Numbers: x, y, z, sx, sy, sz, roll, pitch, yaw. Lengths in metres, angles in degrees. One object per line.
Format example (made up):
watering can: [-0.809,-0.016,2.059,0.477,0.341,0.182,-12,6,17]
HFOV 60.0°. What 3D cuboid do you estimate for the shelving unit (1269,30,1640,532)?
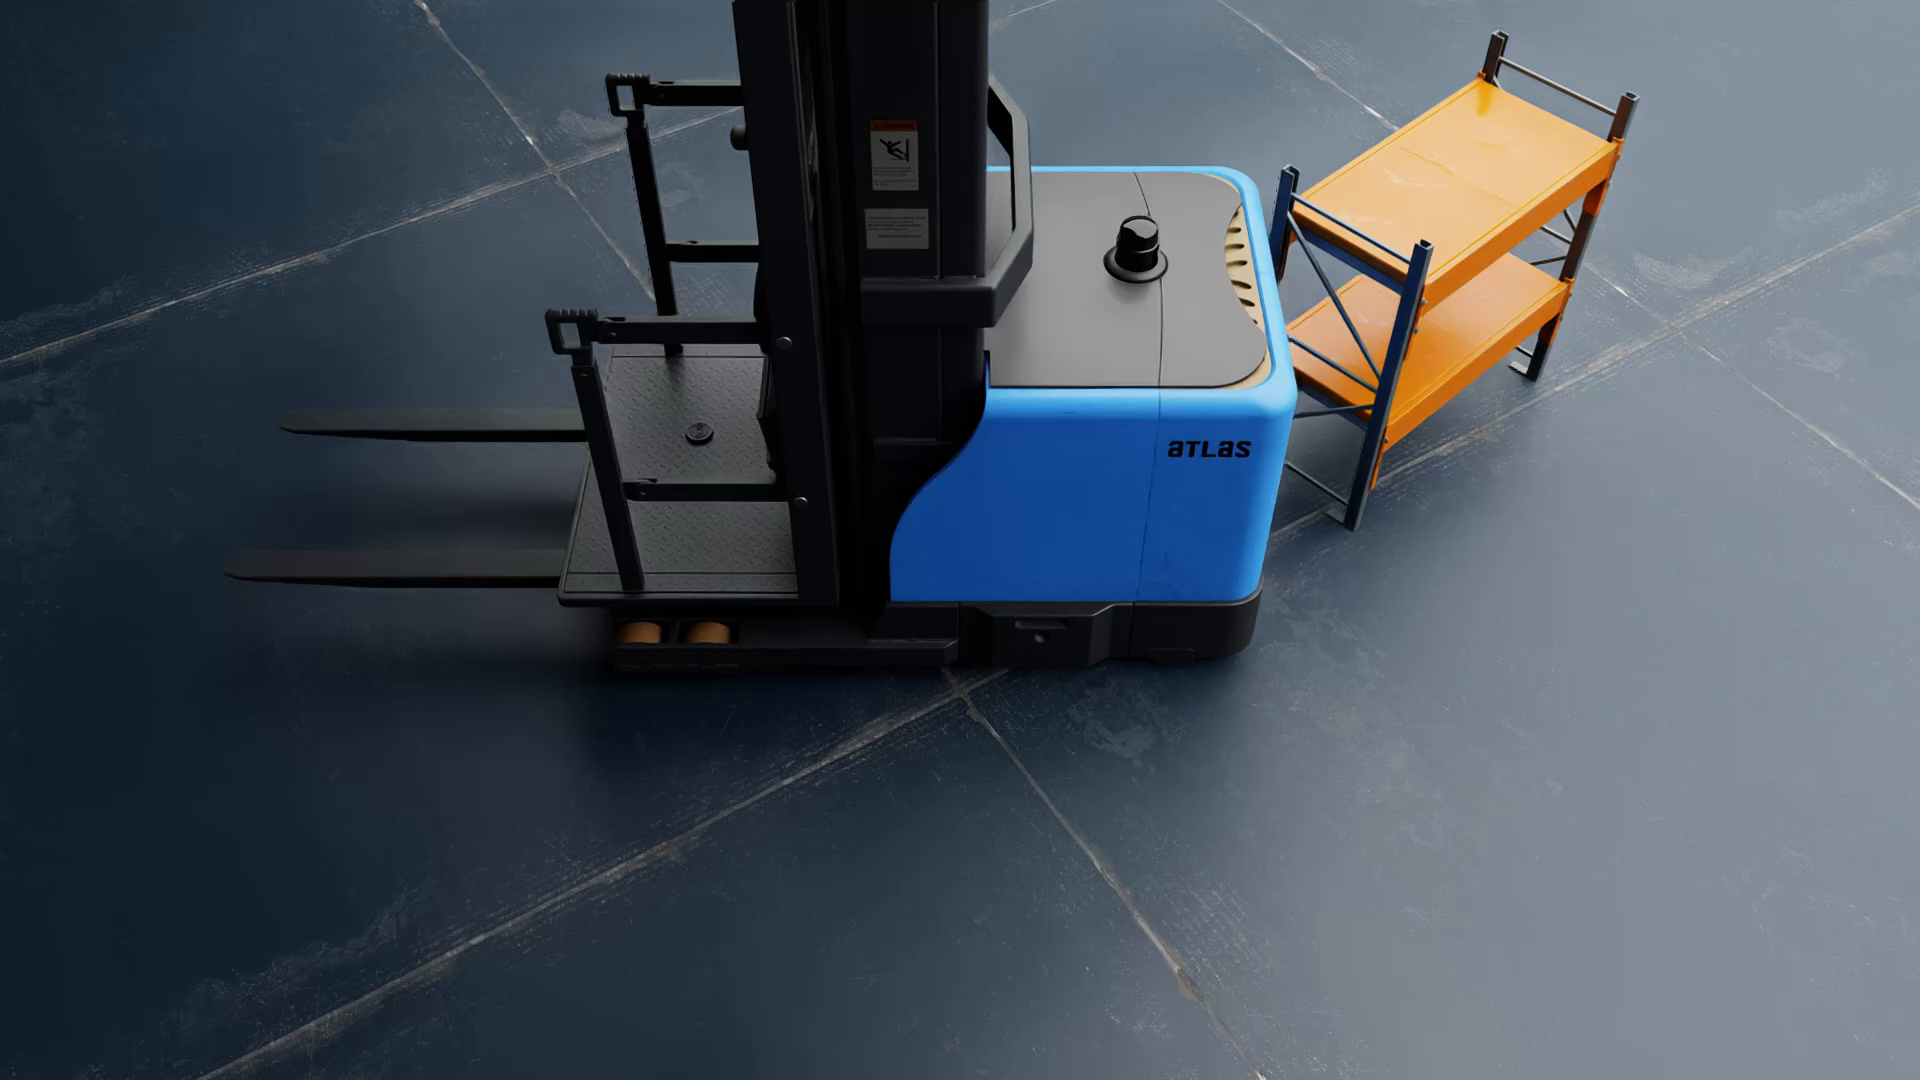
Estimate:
shelving unit: [1.457,-0.803,5.212,1.048,1.125,0.538,-35,57,-27]

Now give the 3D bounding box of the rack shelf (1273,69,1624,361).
rack shelf: [1.457,-0.997,4.993,1.000,0.278,0.538,-35,57,-27]

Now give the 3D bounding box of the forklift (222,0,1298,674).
forklift: [-0.648,-0.978,4.158,3.031,2.935,1.130,0,48,0]

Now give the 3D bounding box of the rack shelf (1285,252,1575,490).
rack shelf: [1.457,-0.640,5.394,1.000,0.278,0.538,-35,57,-27]

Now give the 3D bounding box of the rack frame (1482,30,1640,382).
rack frame: [1.826,-1.063,5.444,0.032,1.125,0.500,-35,57,-27]

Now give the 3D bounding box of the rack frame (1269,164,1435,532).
rack frame: [1.087,-0.542,4.980,0.032,1.125,0.500,-35,57,-27]
